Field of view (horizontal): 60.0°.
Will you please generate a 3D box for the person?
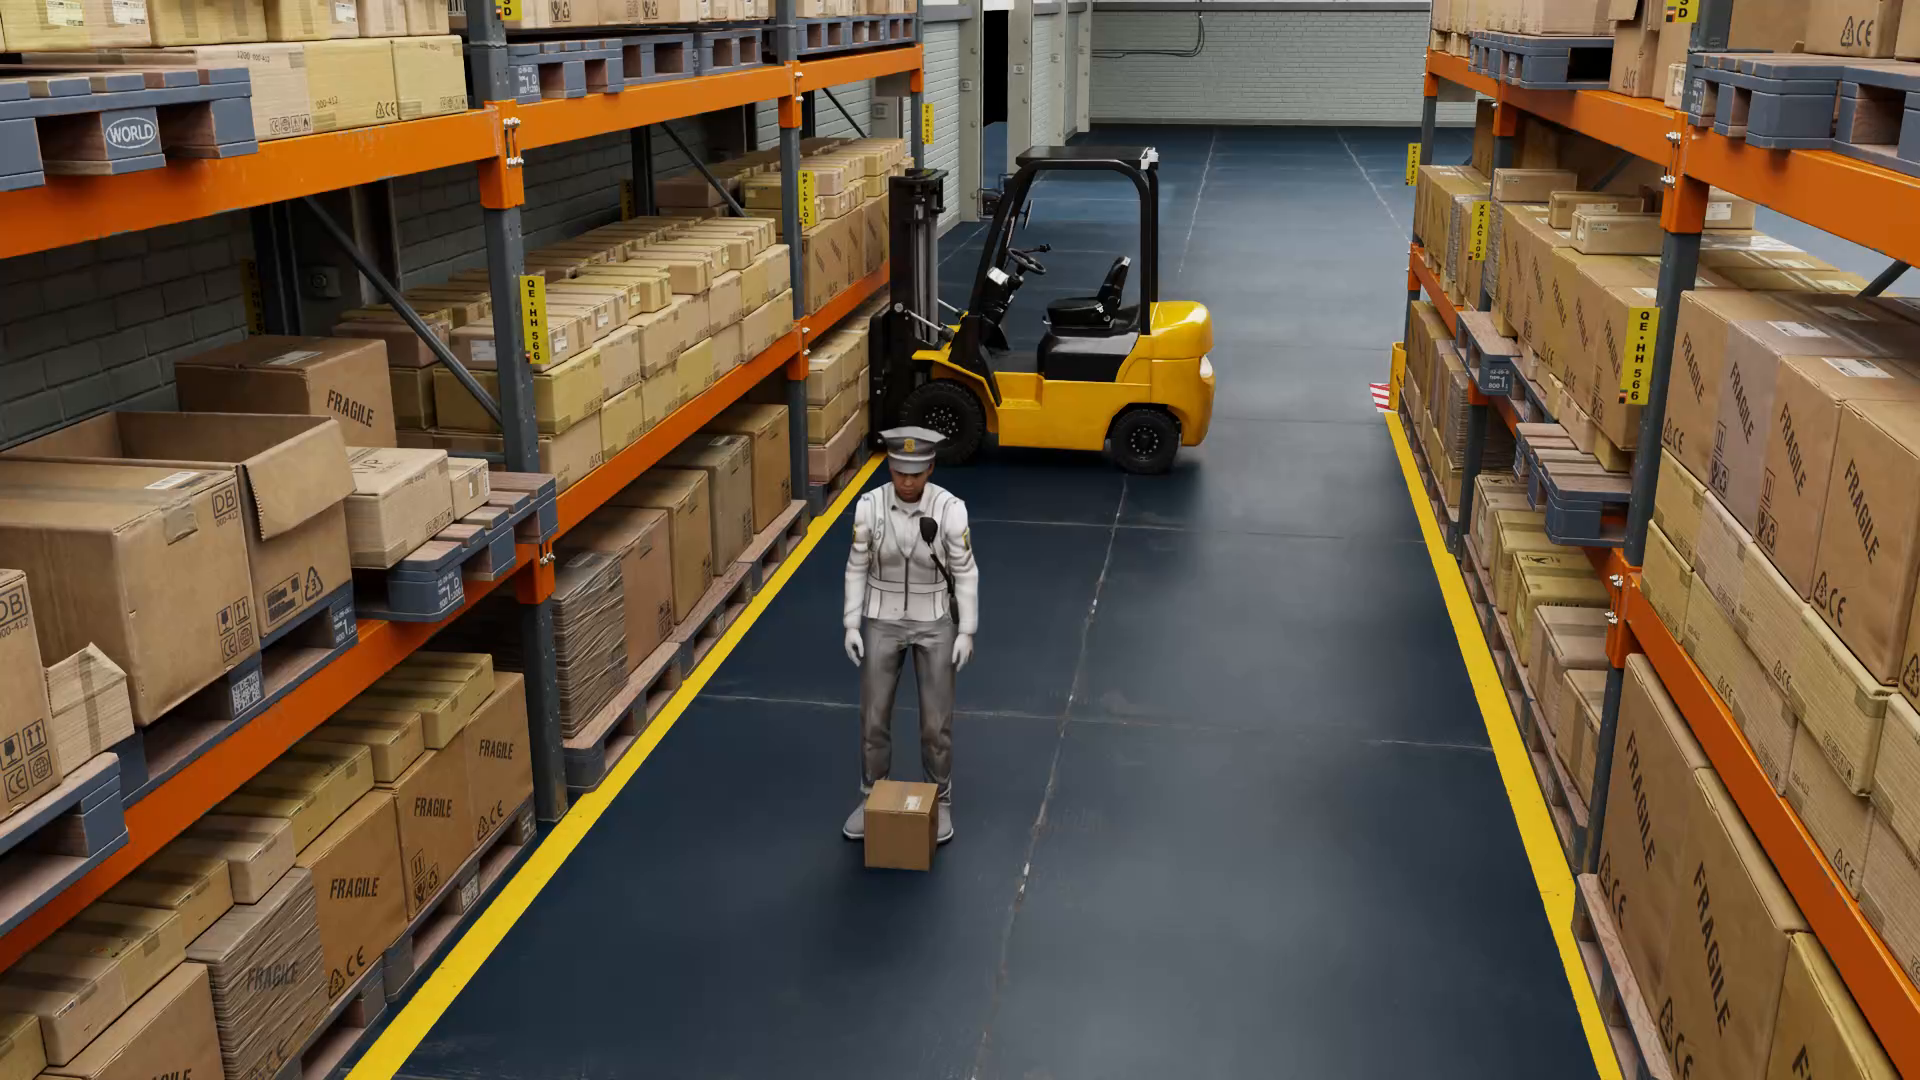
[{"bbox_3d":[-0.193,0.358,6.449,0.527,1.661,0.375,2,18,6],"label":"person"}]
